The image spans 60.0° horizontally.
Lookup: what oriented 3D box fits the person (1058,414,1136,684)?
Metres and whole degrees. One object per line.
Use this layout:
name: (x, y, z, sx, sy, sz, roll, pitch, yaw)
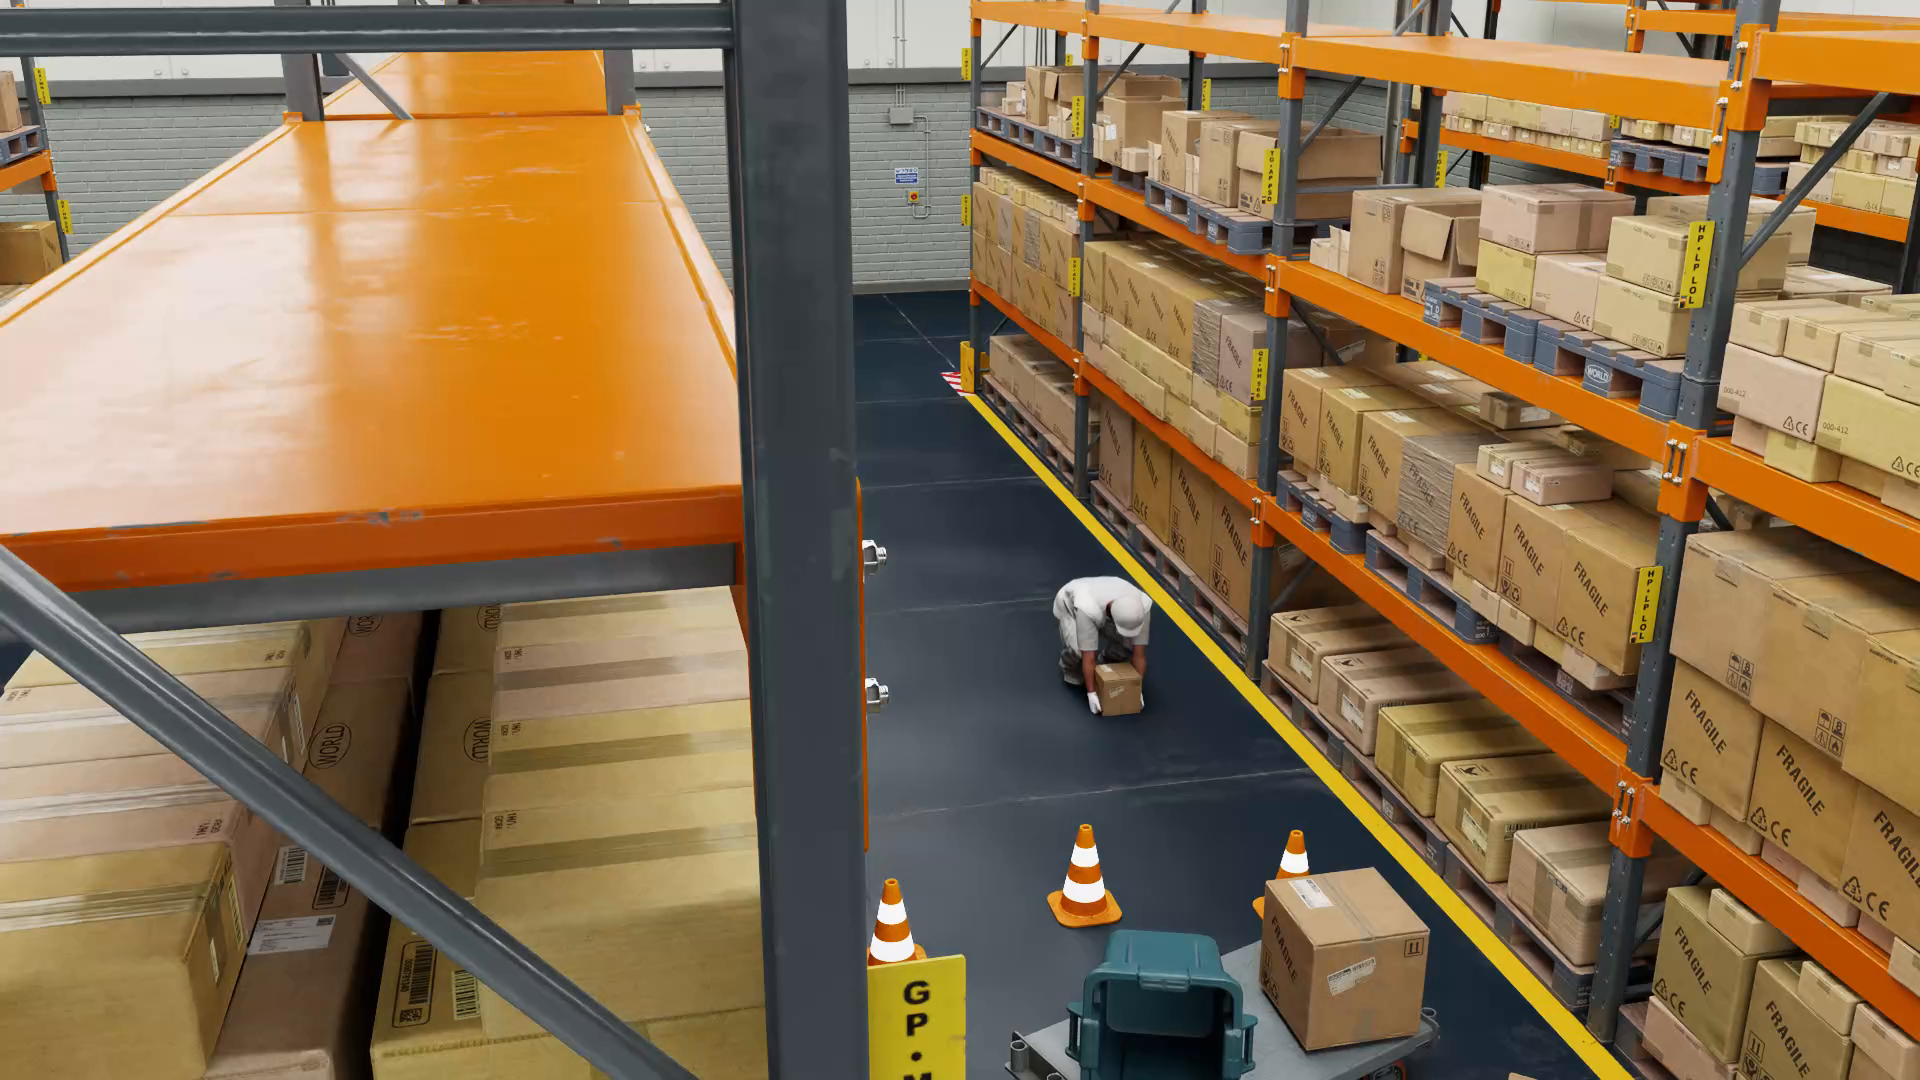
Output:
person: (0.911, 0.090, 10.786, 0.494, 1.782, 0.579, -5, 20, -13)
